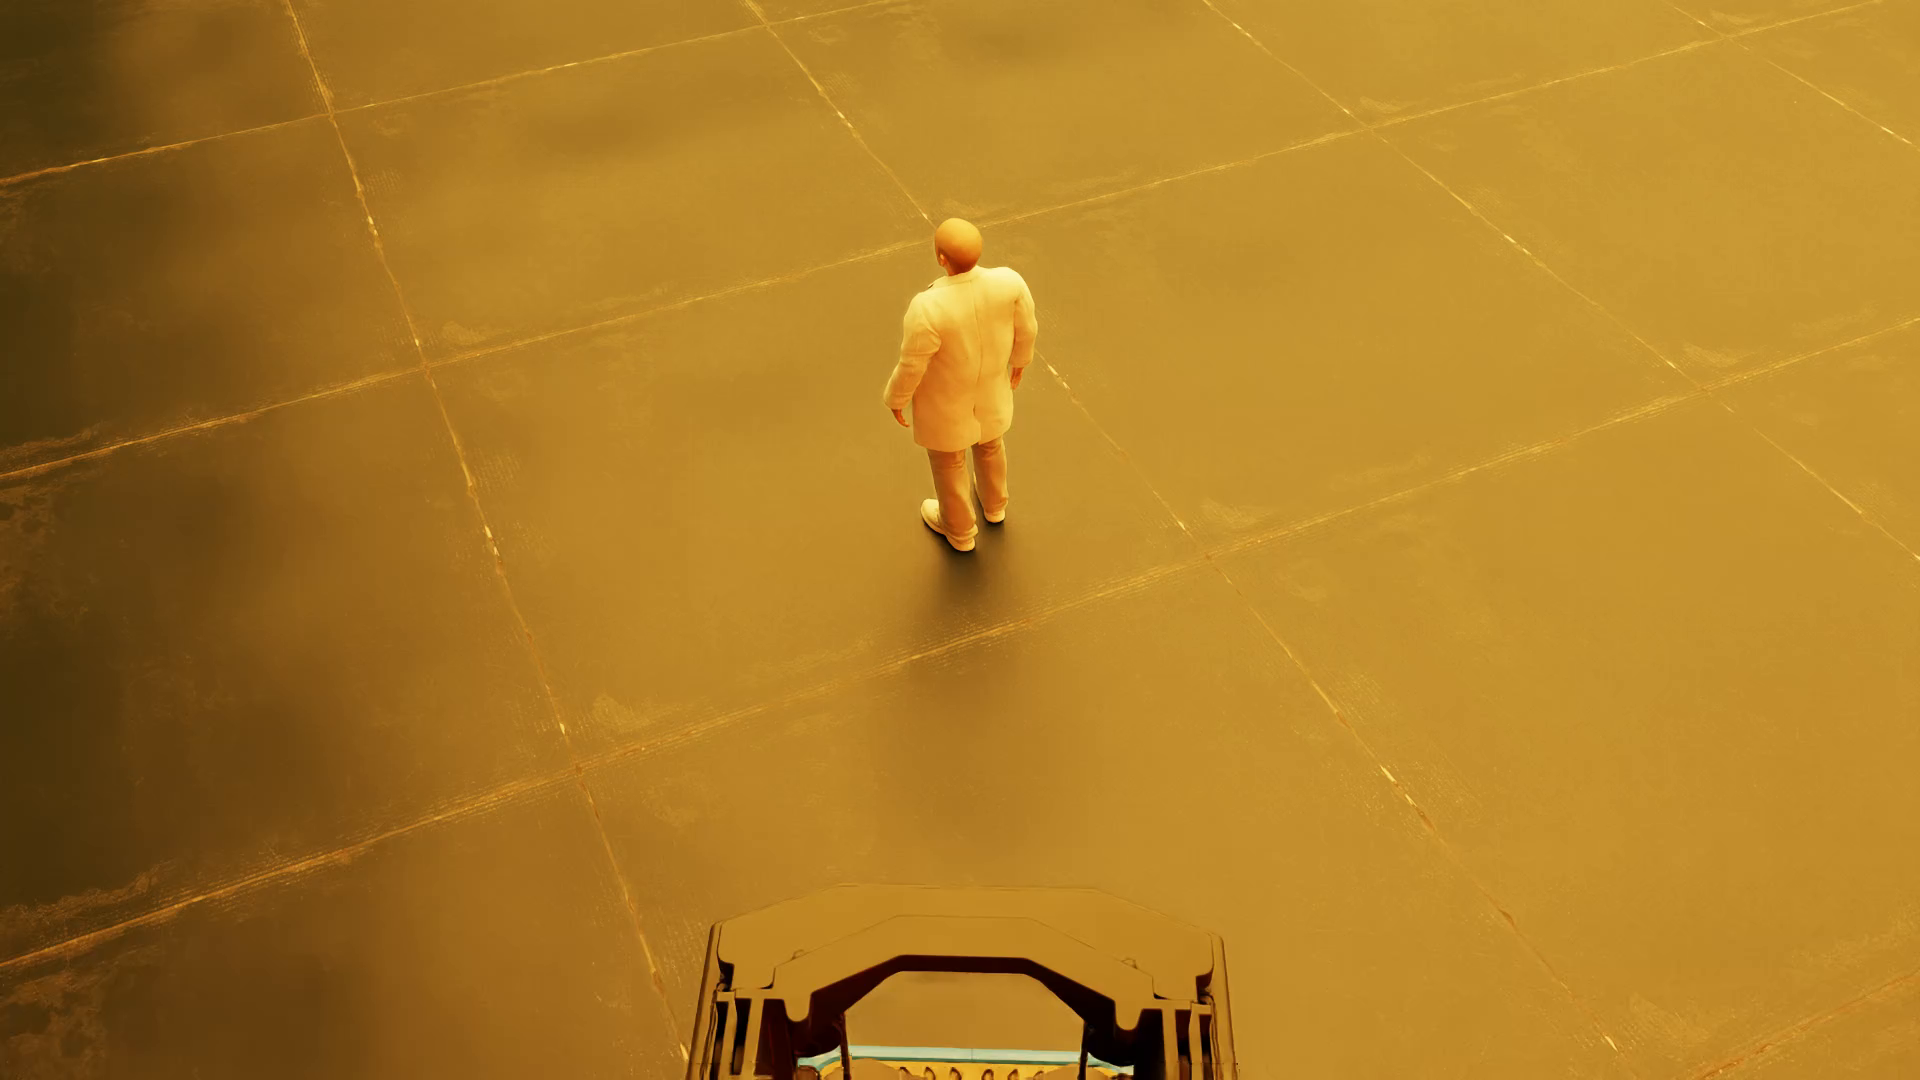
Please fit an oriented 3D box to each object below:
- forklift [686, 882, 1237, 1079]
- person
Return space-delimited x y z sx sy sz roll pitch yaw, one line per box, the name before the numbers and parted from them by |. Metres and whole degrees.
forklift | -0.011 2.164 3.361 1.130 2.935 3.031 1 43 1
person | -0.035 -0.713 7.279 0.698 1.778 0.578 -18 46 -18
